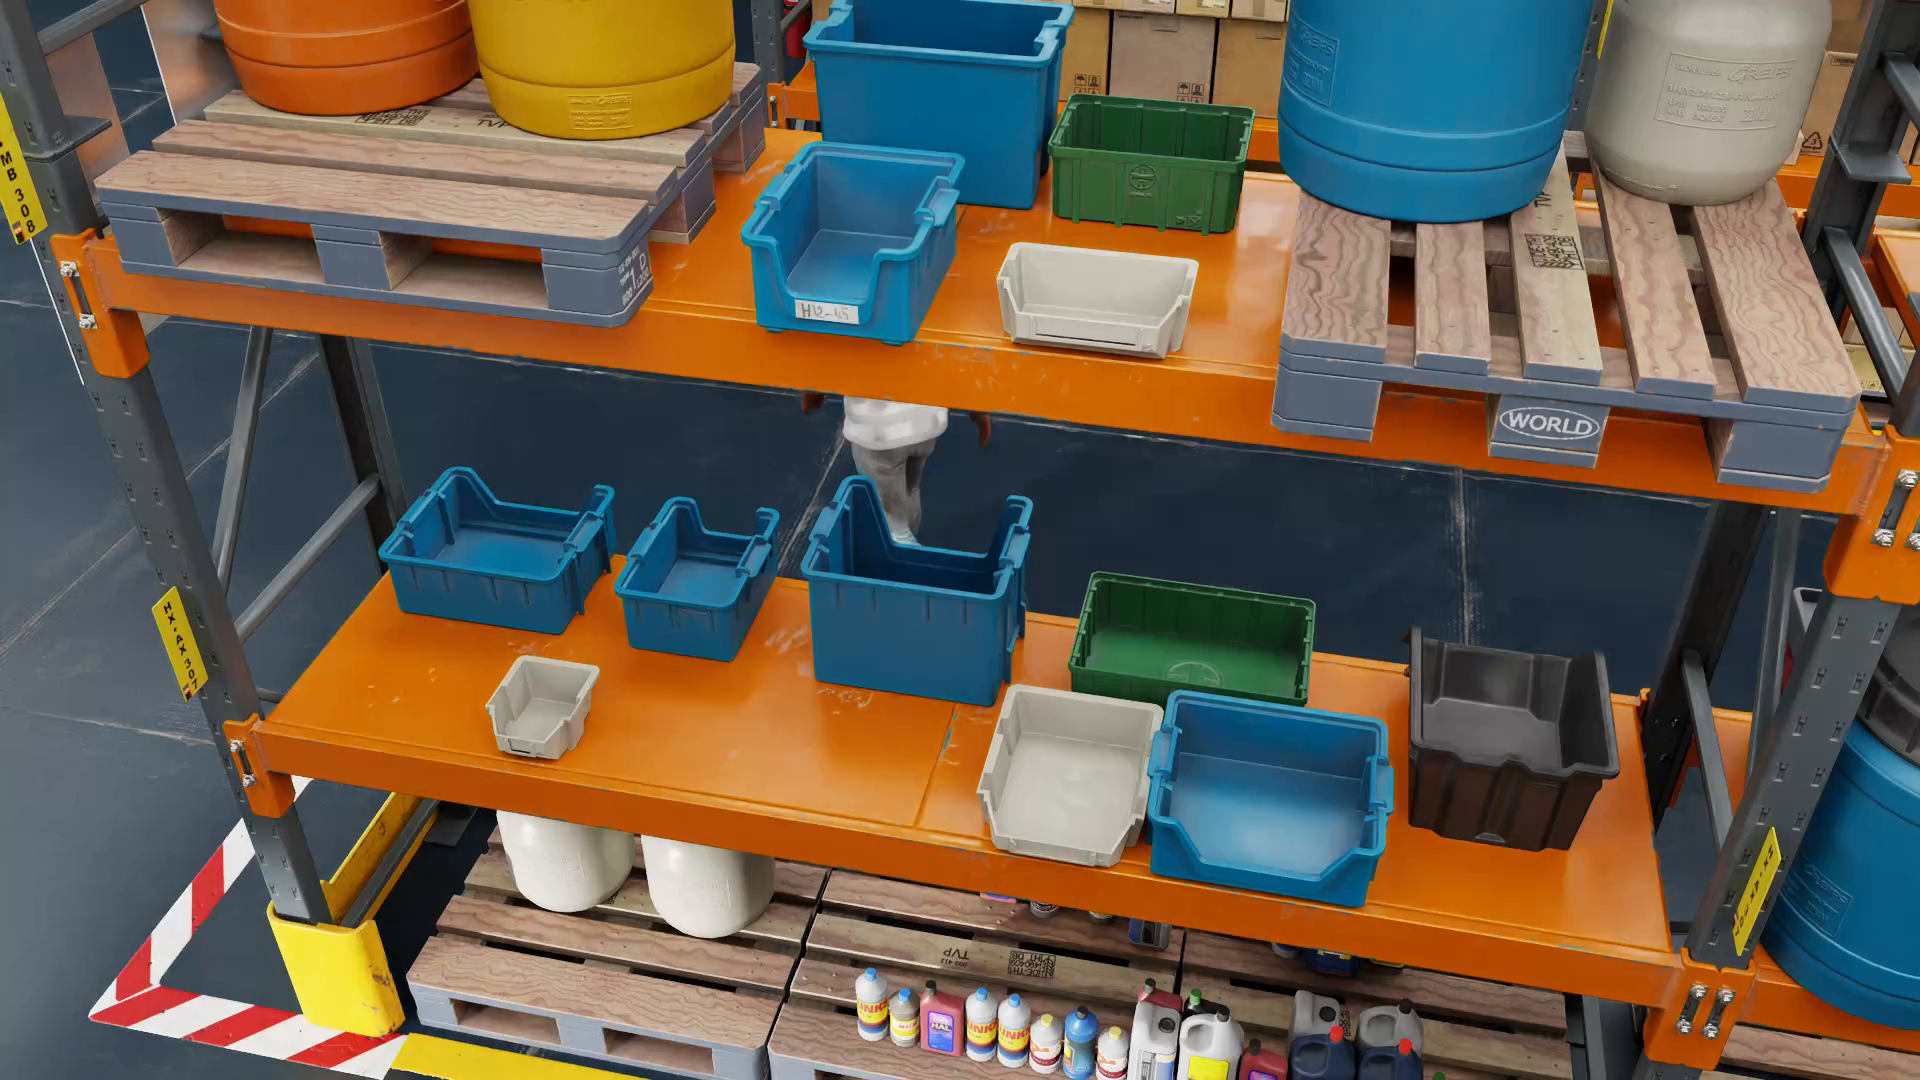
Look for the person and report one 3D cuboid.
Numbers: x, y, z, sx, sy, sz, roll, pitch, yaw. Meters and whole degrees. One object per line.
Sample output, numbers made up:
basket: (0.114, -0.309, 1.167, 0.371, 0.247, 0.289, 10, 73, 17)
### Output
person: (-0.260, -0.427, 6.681, 0.719, 1.748, 0.840, -19, 40, -24)
